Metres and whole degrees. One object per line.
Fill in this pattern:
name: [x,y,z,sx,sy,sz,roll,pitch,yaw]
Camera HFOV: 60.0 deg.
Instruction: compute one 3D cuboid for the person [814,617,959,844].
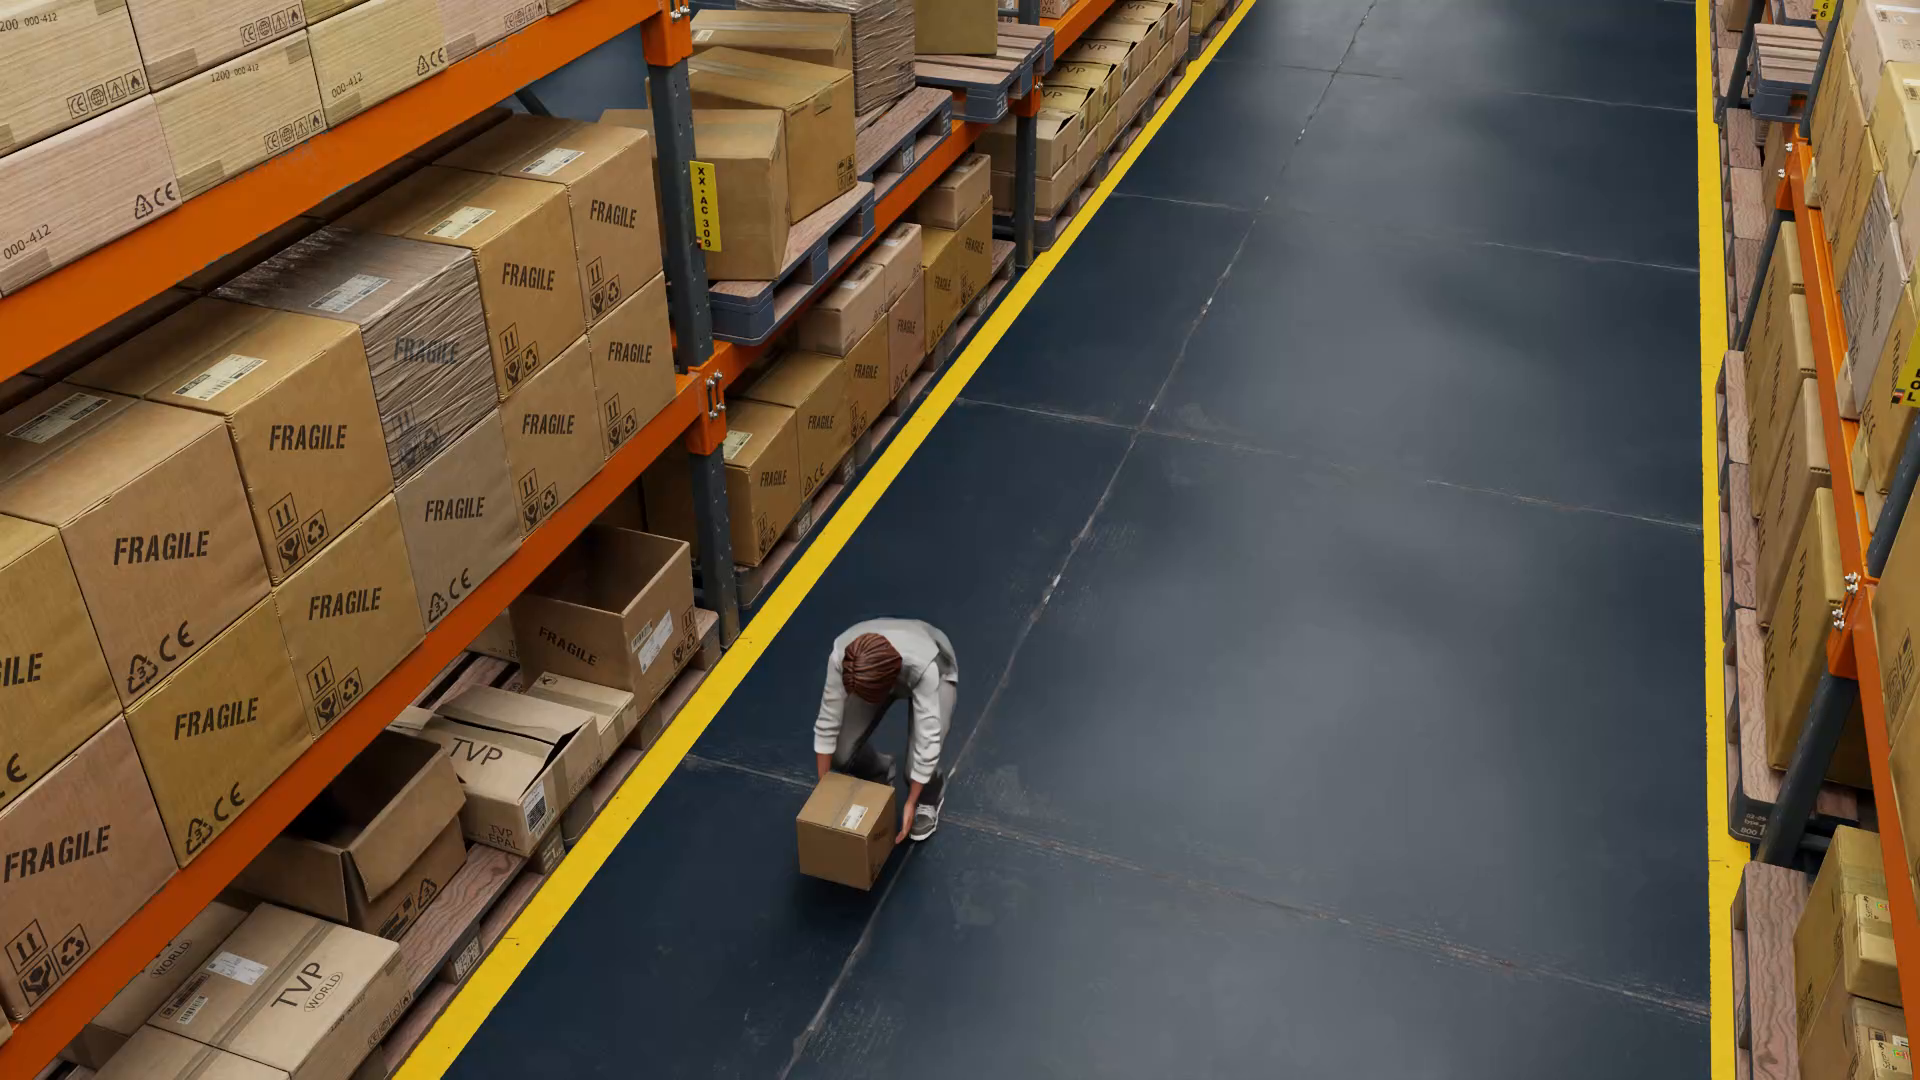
person: [-0.222,0.616,5.745,0.458,1.025,0.757,11,35,16]
